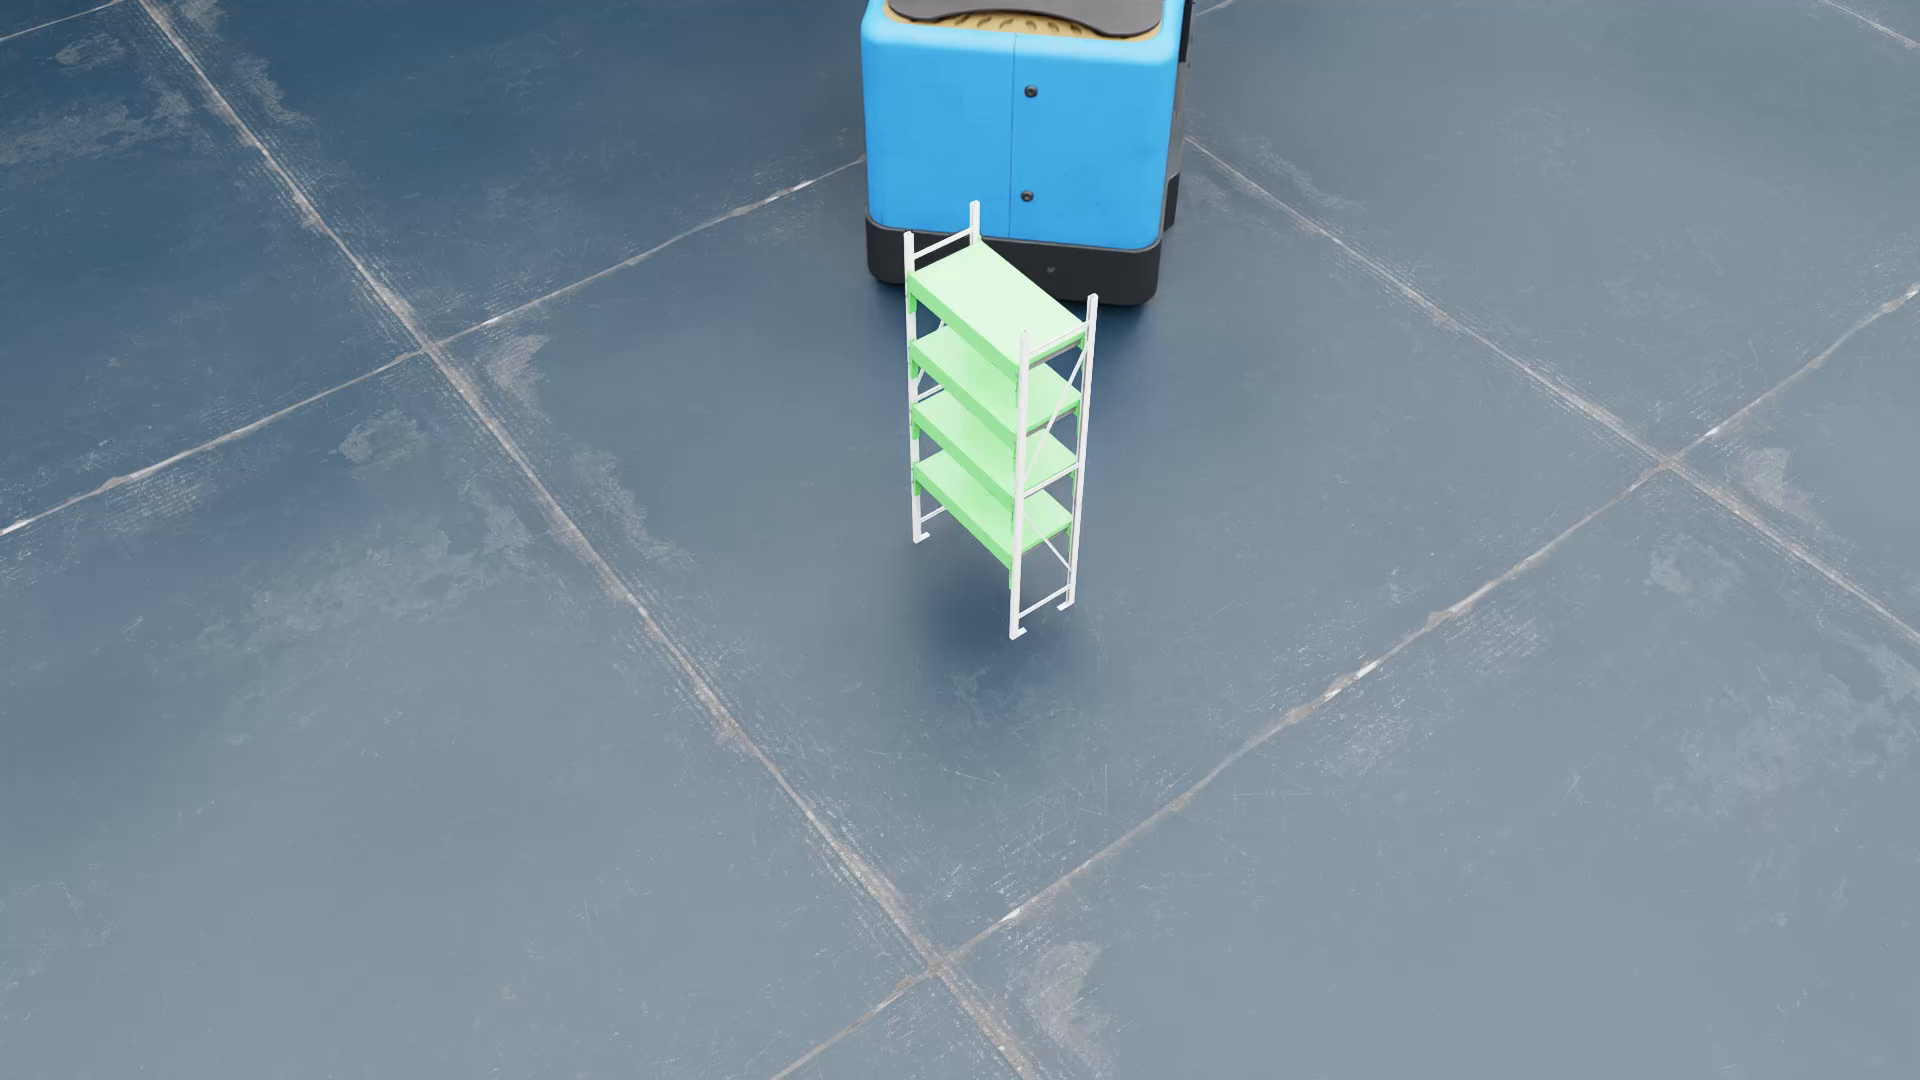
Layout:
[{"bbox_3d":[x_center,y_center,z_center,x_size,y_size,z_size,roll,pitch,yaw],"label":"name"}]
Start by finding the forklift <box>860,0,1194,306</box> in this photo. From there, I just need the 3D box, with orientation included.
[{"bbox_3d":[0.395,-2.924,5.922,1.130,2.935,3.031,6,48,6],"label":"forklift"}]

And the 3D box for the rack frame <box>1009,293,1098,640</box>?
[{"bbox_3d":[0.248,-0.162,4.587,0.240,1.200,0.015,-29,54,-24],"label":"rack frame"}]

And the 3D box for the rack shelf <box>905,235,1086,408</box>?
[{"bbox_3d":[0.100,-0.585,4.409,0.258,0.148,0.480,-29,54,-24],"label":"rack shelf"}]

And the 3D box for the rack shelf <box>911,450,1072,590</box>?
[{"bbox_3d":[0.100,-0.101,4.942,0.258,0.148,0.480,-29,54,-24],"label":"rack shelf"}]

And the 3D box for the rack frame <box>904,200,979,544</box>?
[{"bbox_3d":[-0.048,-0.449,4.847,0.240,1.200,0.015,-29,54,-24],"label":"rack frame"}]

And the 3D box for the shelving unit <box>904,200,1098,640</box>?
[{"bbox_3d":[0.100,-0.305,4.717,0.258,1.200,0.503,-29,54,-24],"label":"shelving unit"}]

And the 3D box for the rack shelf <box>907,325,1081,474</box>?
[{"bbox_3d":[0.100,-0.424,4.587,0.258,0.148,0.480,-29,54,-24],"label":"rack shelf"}]

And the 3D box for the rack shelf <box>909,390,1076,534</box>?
[{"bbox_3d":[0.100,-0.262,4.764,0.258,0.148,0.480,-29,54,-24],"label":"rack shelf"}]
